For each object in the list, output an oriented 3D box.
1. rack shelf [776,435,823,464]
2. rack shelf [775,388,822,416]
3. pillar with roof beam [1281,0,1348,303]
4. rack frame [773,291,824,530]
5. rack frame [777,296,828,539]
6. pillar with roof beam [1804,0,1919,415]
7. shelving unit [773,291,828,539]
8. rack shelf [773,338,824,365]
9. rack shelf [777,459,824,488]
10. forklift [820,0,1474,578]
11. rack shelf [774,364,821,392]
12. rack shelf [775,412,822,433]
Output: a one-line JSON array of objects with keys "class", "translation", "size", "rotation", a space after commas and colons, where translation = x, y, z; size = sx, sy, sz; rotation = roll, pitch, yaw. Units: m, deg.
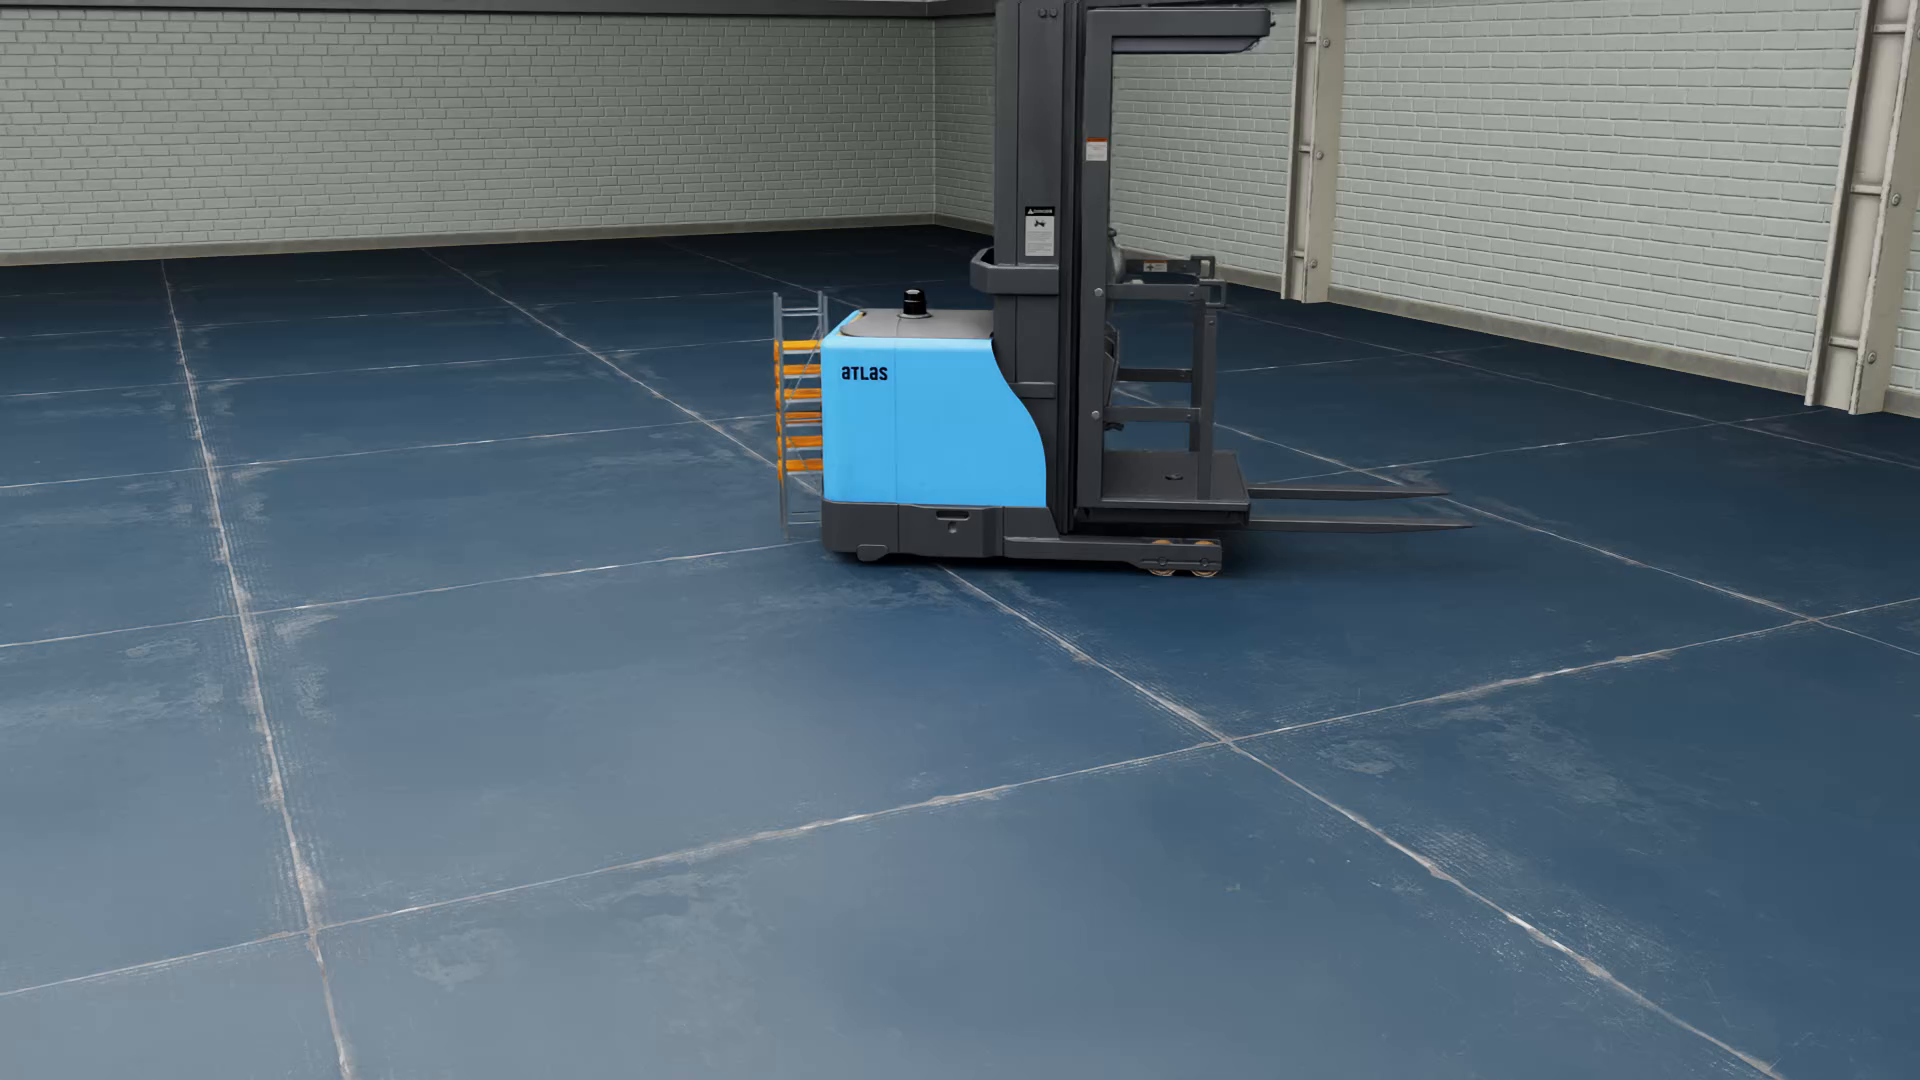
[{"class": "rack shelf", "translation": [-0.774, -0.454, 8.253], "size": [0.258, 0.103, 0.180], "rotation": [-3, 16, -12]}, {"class": "rack shelf", "translation": [-0.774, -0.684, 8.186], "size": [0.258, 0.103, 0.180], "rotation": [-3, 16, -12]}, {"class": "pillar with roof beam", "translation": [-0.426, -6.203, 13.551], "size": [9.100, 9.000, 0.400], "rotation": [-8, 18, -25]}, {"class": "rack frame", "translation": [-0.793, -0.636, 8.293], "size": [0.240, 1.200, 0.006], "rotation": [-3, 16, -12]}, {"class": "rack frame", "translation": [-0.755, -0.587, 8.121], "size": [0.240, 1.200, 0.006], "rotation": [-3, 16, -12]}, {"class": "pillar with roof beam", "translation": [2.202, -4.715, 8.366], "size": [9.100, 9.000, 0.400], "rotation": [-8, 18, -25]}, {"class": "shelving unit", "translation": [-0.774, -0.612, 8.207], "size": [0.258, 1.200, 0.189], "rotation": [-3, 16, -12]}, {"class": "rack shelf", "translation": [-0.774, -0.915, 8.120], "size": [0.258, 0.103, 0.180], "rotation": [-3, 16, -12]}, {"class": "rack shelf", "translation": [-0.774, -0.338, 8.286], "size": [0.258, 0.103, 0.180], "rotation": [-3, 16, -12]}, {"class": "forklift", "translation": [0.895, -1.390, 7.782], "size": [3.031, 2.935, 1.130], "rotation": [1, 16, 5]}, {"class": "rack shelf", "translation": [-0.774, -0.800, 8.153], "size": [0.258, 0.103, 0.180], "rotation": [-3, 16, -12]}, {"class": "rack shelf", "translation": [-0.774, -0.569, 8.219], "size": [0.258, 0.103, 0.180], "rotation": [-3, 16, -12]}]
